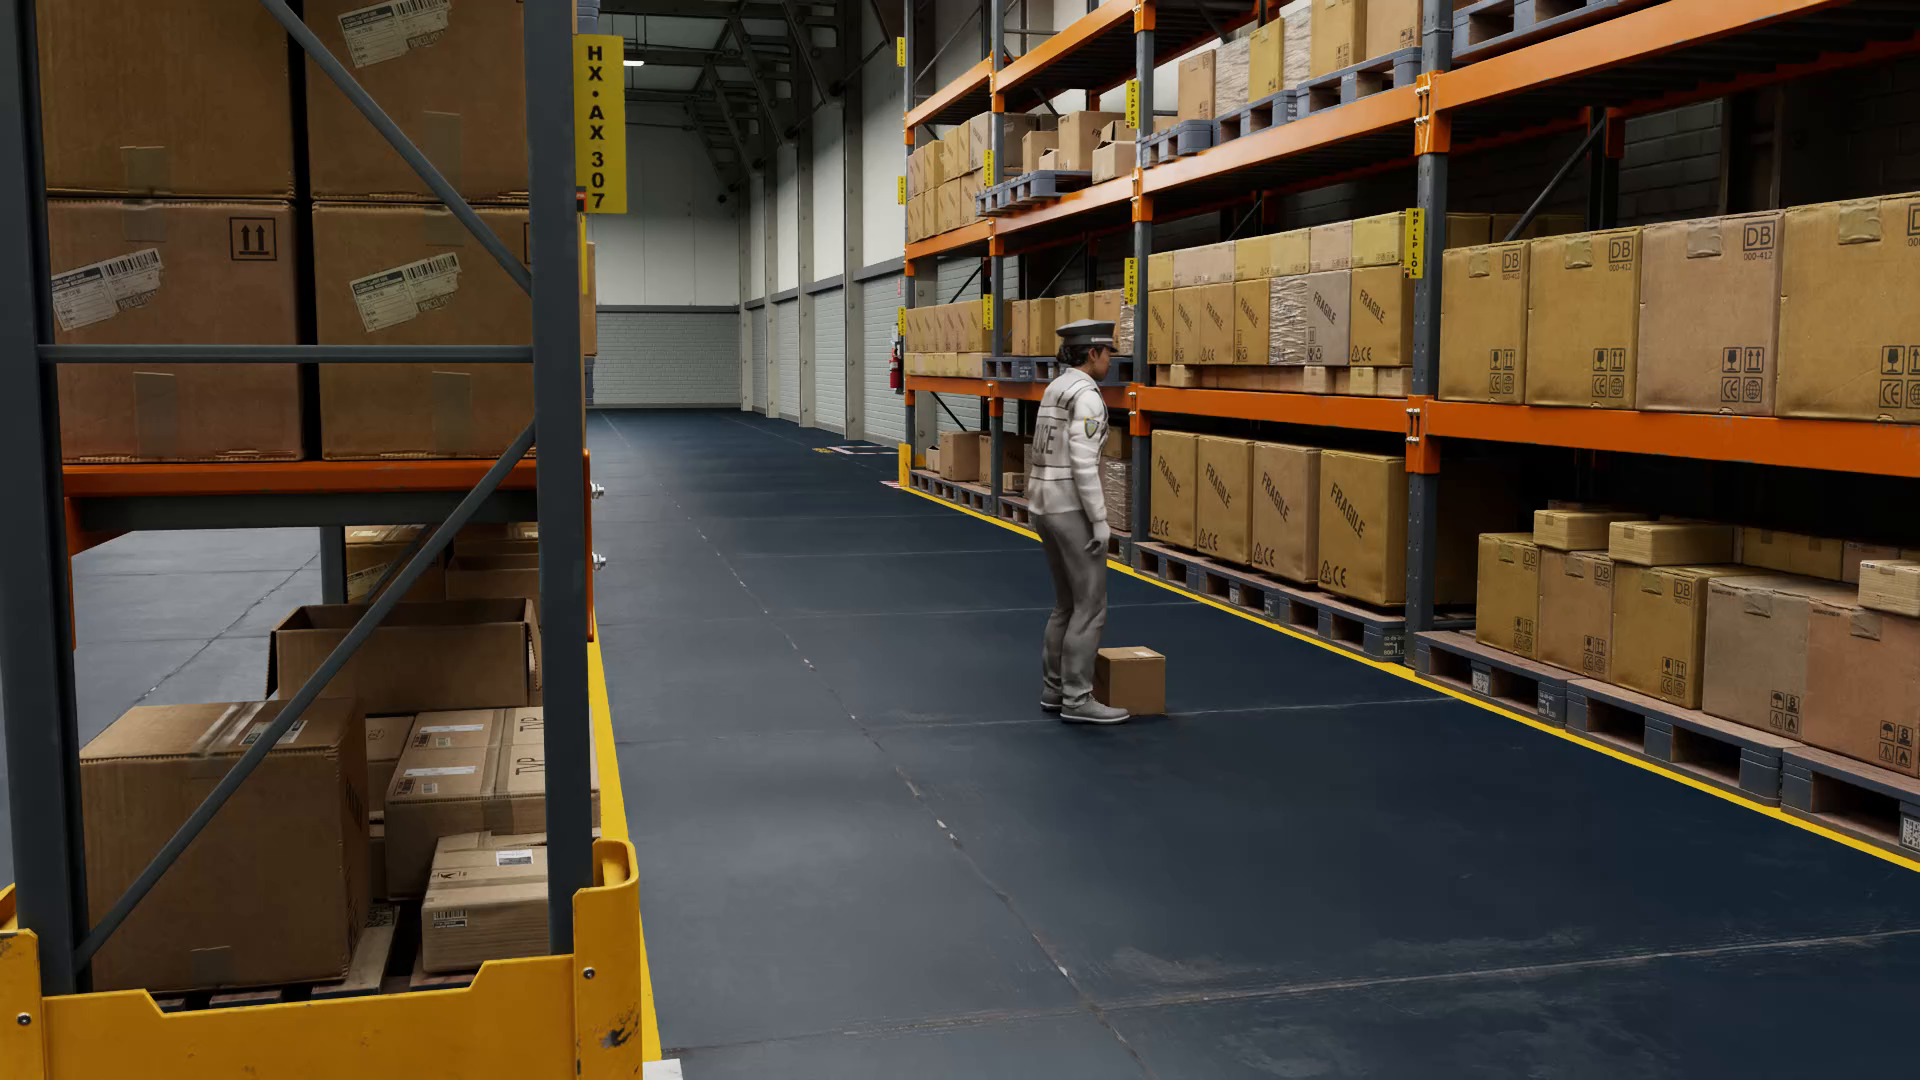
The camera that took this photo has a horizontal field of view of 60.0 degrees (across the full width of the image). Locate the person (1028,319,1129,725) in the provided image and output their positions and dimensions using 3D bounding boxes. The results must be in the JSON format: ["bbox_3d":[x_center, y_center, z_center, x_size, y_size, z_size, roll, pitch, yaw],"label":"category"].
[{"bbox_3d":[0.483,-0.088,6.975,0.372,1.662,0.527,-2,6,-15],"label":"person"}]
